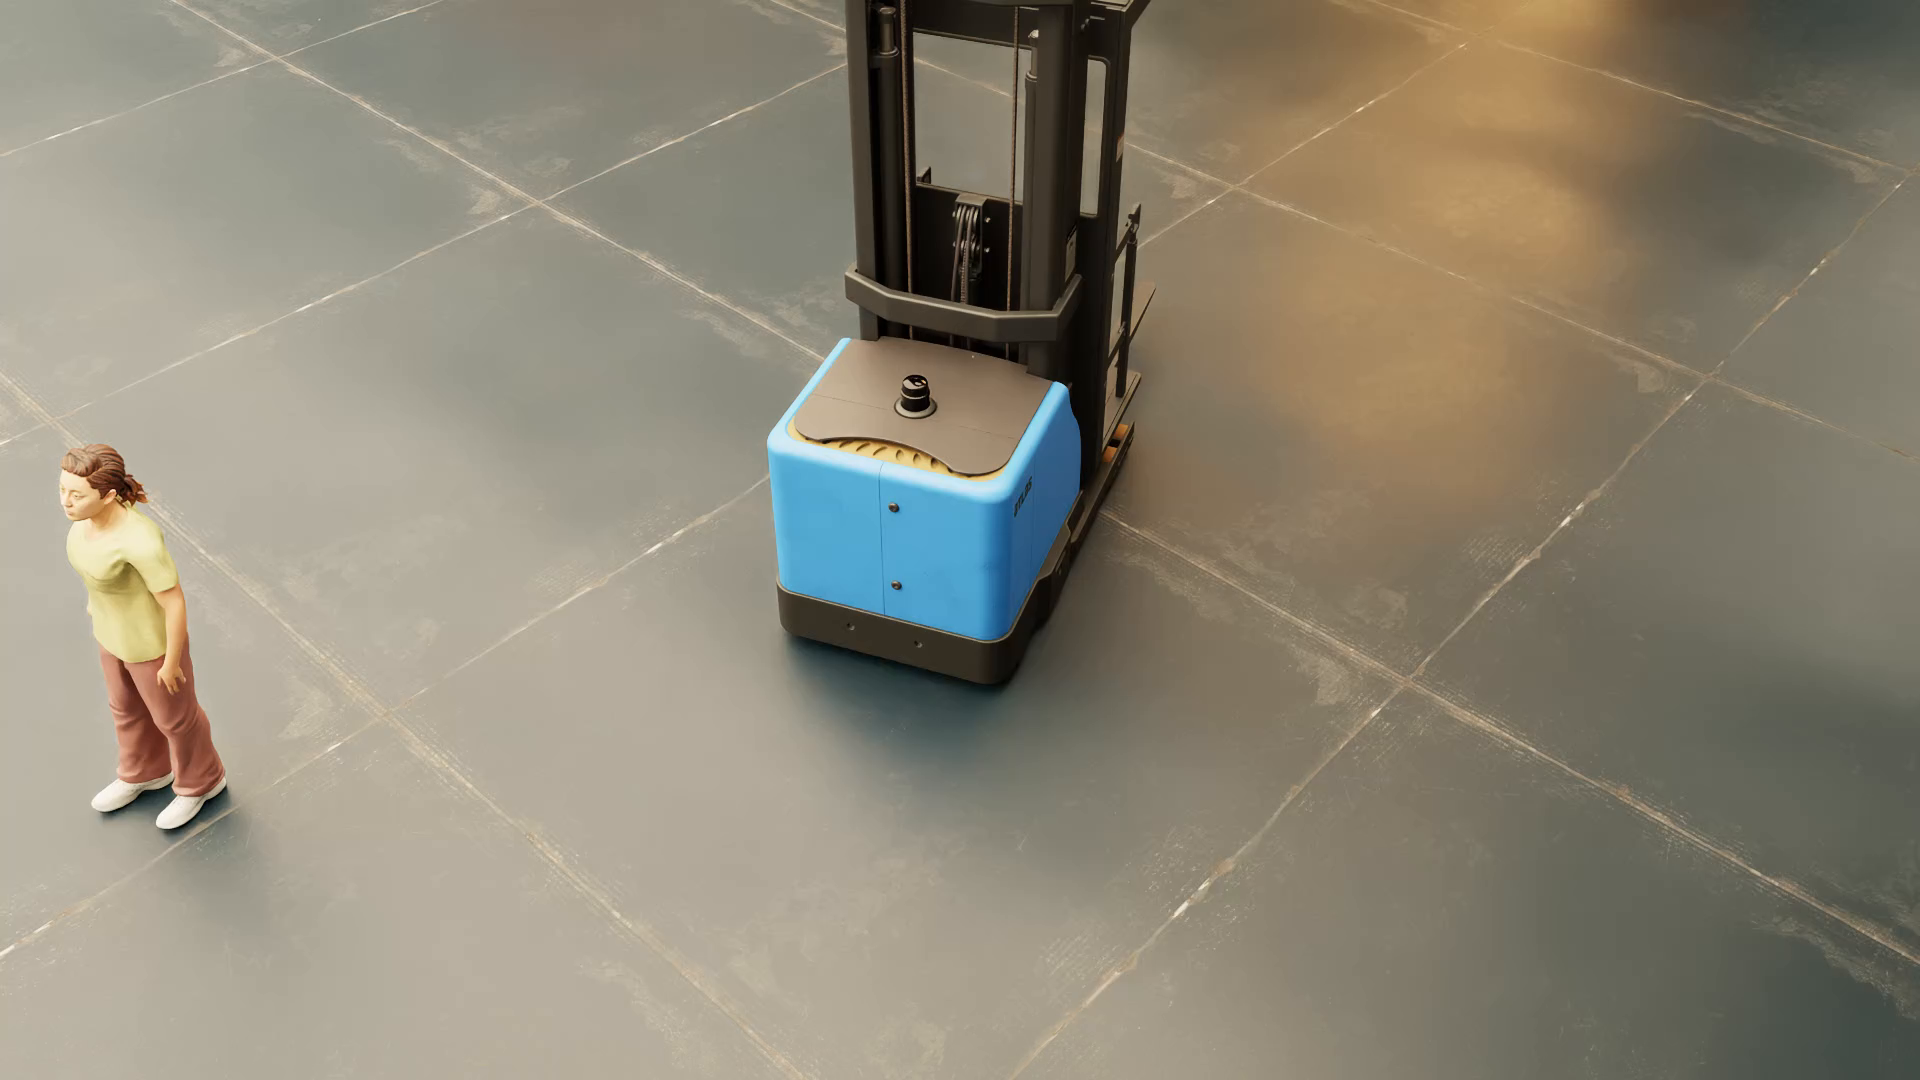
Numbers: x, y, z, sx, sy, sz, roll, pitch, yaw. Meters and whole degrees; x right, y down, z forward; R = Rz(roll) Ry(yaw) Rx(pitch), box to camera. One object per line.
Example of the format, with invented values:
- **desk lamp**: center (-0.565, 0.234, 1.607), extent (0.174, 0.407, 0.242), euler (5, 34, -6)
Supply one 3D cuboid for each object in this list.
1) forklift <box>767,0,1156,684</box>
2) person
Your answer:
- **forklift**: center (0.211, -1.484, 7.158), extent (1.130, 2.935, 3.031), euler (14, 42, 15)
- **person**: center (-2.989, 0.381, 5.937), extent (0.554, 1.673, 0.548), euler (28, 48, 29)
